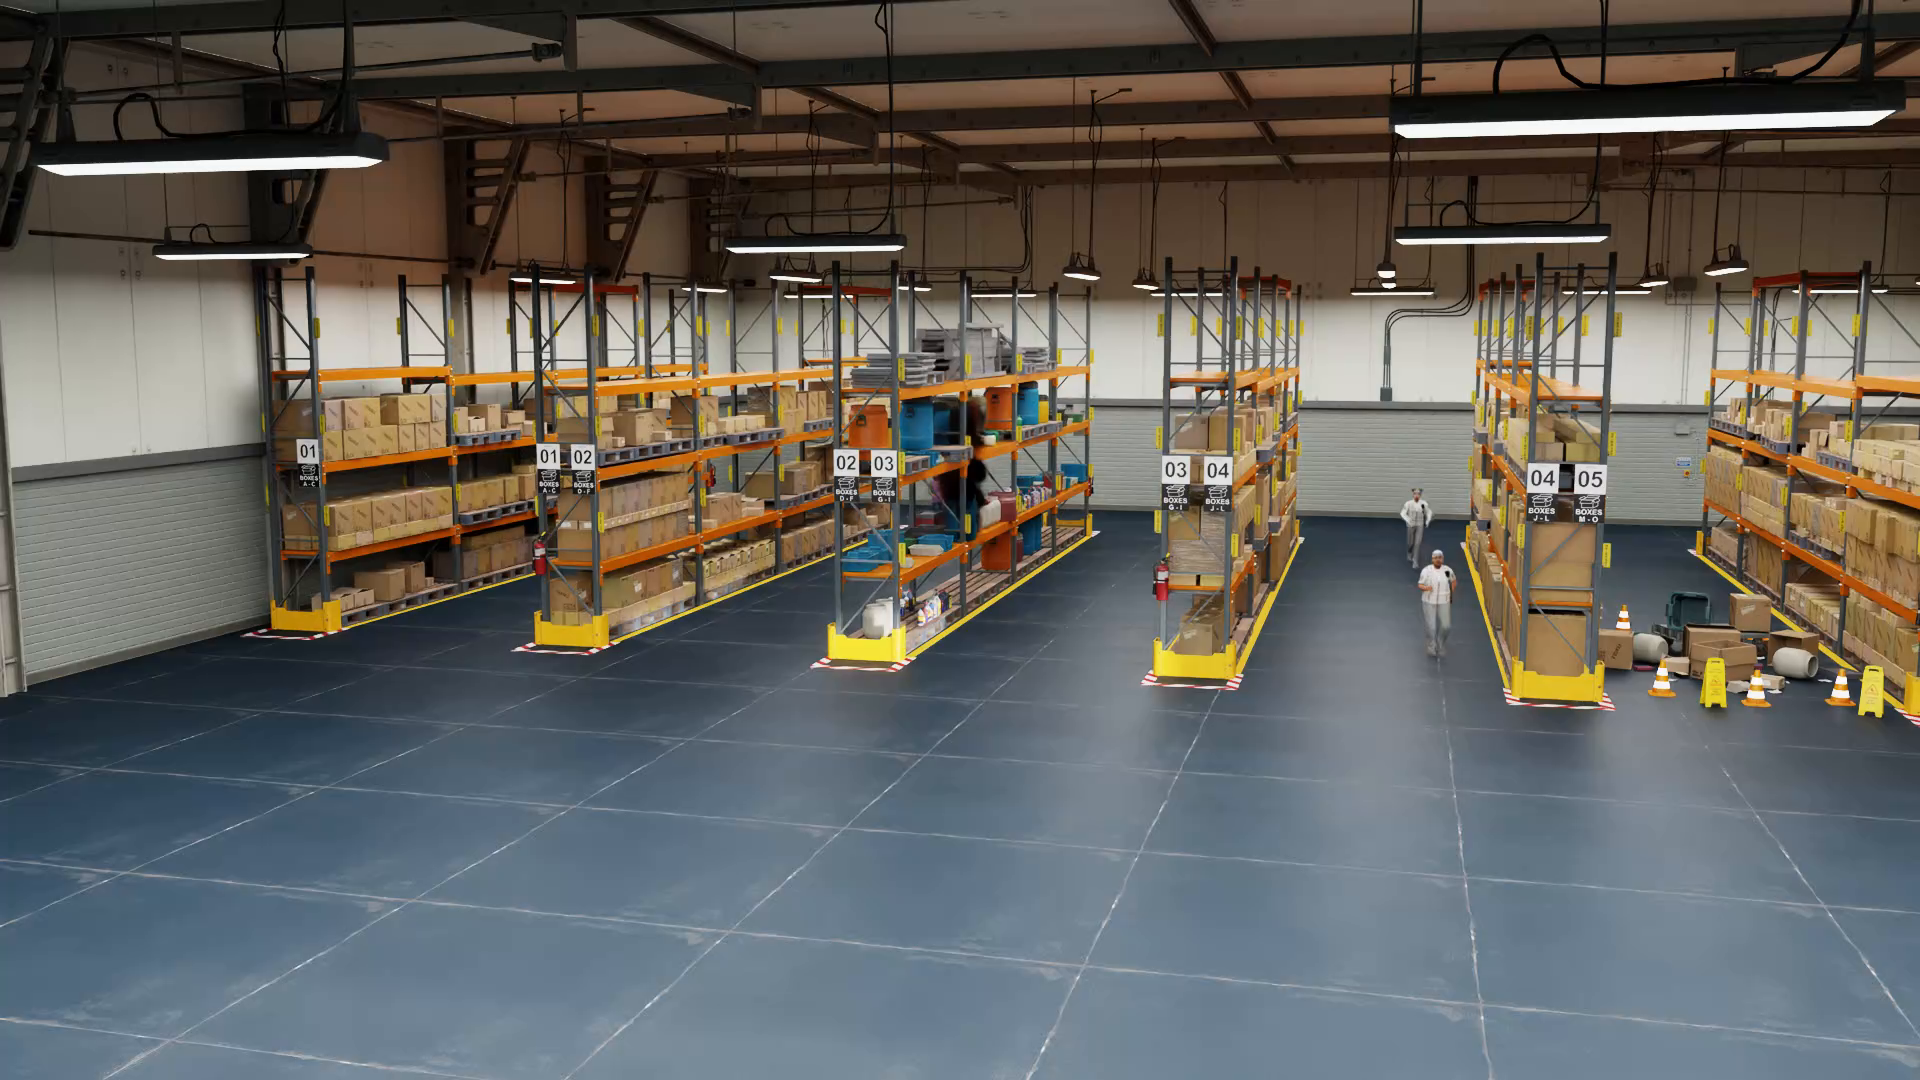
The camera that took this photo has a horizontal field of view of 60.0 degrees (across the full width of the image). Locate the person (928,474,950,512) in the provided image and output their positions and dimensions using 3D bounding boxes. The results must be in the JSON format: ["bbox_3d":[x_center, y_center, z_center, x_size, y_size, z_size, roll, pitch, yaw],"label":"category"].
[{"bbox_3d":[-0.531,-0.938,40.717,0.491,1.545,0.561,1,7,10],"label":"person"}]

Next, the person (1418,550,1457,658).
[{"bbox_3d":[7.282,0.989,25.347,0.587,1.649,0.610,1,7,11],"label":"person"}]

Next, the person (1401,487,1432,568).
[{"bbox_3d":[9.655,-0.281,35.192,0.644,1.696,0.728,2,7,12],"label":"person"}]
